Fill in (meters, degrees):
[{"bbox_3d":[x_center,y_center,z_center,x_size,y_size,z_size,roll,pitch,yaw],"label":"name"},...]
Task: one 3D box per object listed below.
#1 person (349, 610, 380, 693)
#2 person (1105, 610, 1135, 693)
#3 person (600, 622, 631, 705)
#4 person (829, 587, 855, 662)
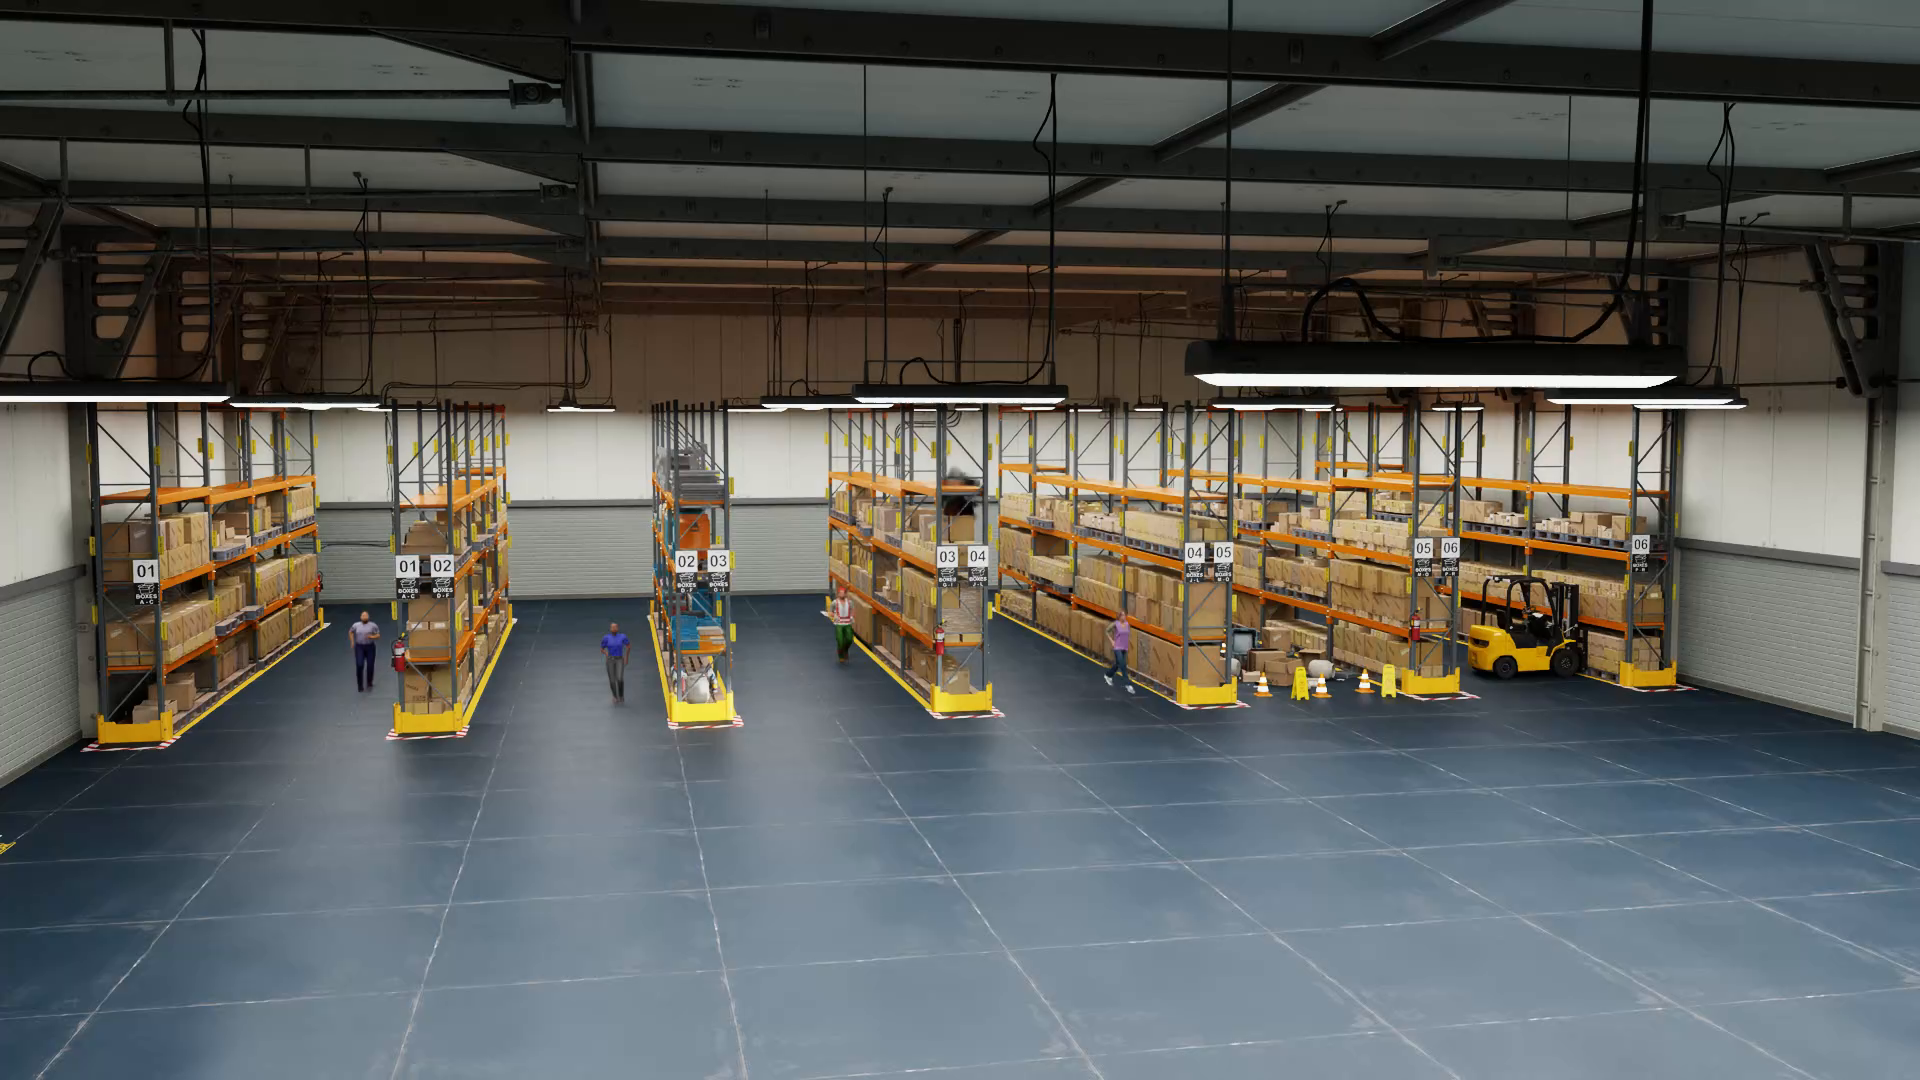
[{"bbox_3d":[-12.330,2.313,34.473,0.577,1.713,0.746,-2,5,-23],"label":"person"},{"bbox_3d":[3.199,2.183,33.049,0.506,1.602,0.958,-3,5,-37],"label":"person"},{"bbox_3d":[-6.807,2.443,32.801,0.578,1.670,0.667,0,4,-5],"label":"person"},{"bbox_3d":[-2.678,1.957,38.257,0.644,1.741,0.578,-1,4,-15],"label":"person"}]
